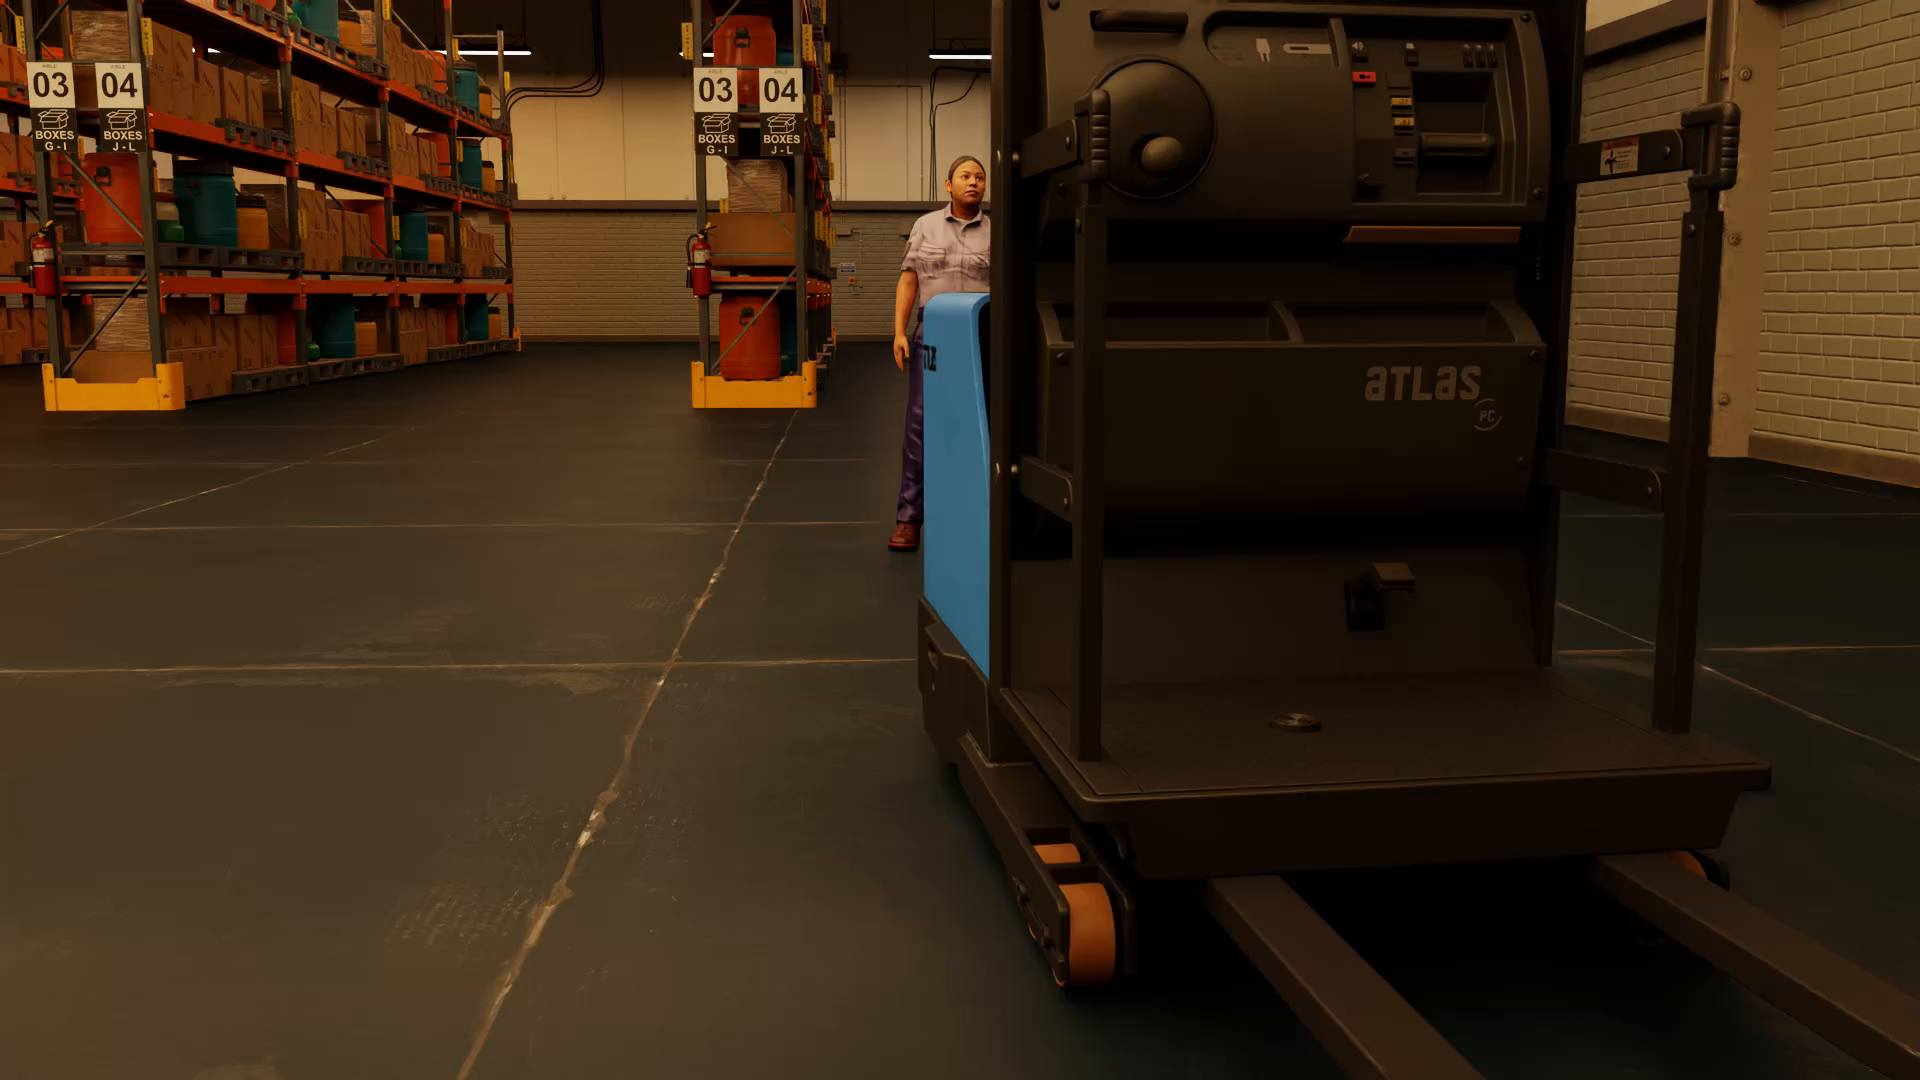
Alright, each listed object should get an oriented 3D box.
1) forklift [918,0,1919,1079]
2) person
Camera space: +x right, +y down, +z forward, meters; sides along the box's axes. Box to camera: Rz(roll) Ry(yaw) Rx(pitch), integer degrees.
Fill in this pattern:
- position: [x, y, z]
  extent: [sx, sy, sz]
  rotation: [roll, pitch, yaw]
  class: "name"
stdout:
- position: [0.638, -0.806, 2.757]
  extent: [1.130, 2.935, 3.031]
  rotation: [-1, 9, -9]
  class: "forklift"
- position: [-0.018, -0.808, 7.097]
  extent: [0.598, 1.651, 0.502]
  rotation: [-1, 8, -4]
  class: "person"
